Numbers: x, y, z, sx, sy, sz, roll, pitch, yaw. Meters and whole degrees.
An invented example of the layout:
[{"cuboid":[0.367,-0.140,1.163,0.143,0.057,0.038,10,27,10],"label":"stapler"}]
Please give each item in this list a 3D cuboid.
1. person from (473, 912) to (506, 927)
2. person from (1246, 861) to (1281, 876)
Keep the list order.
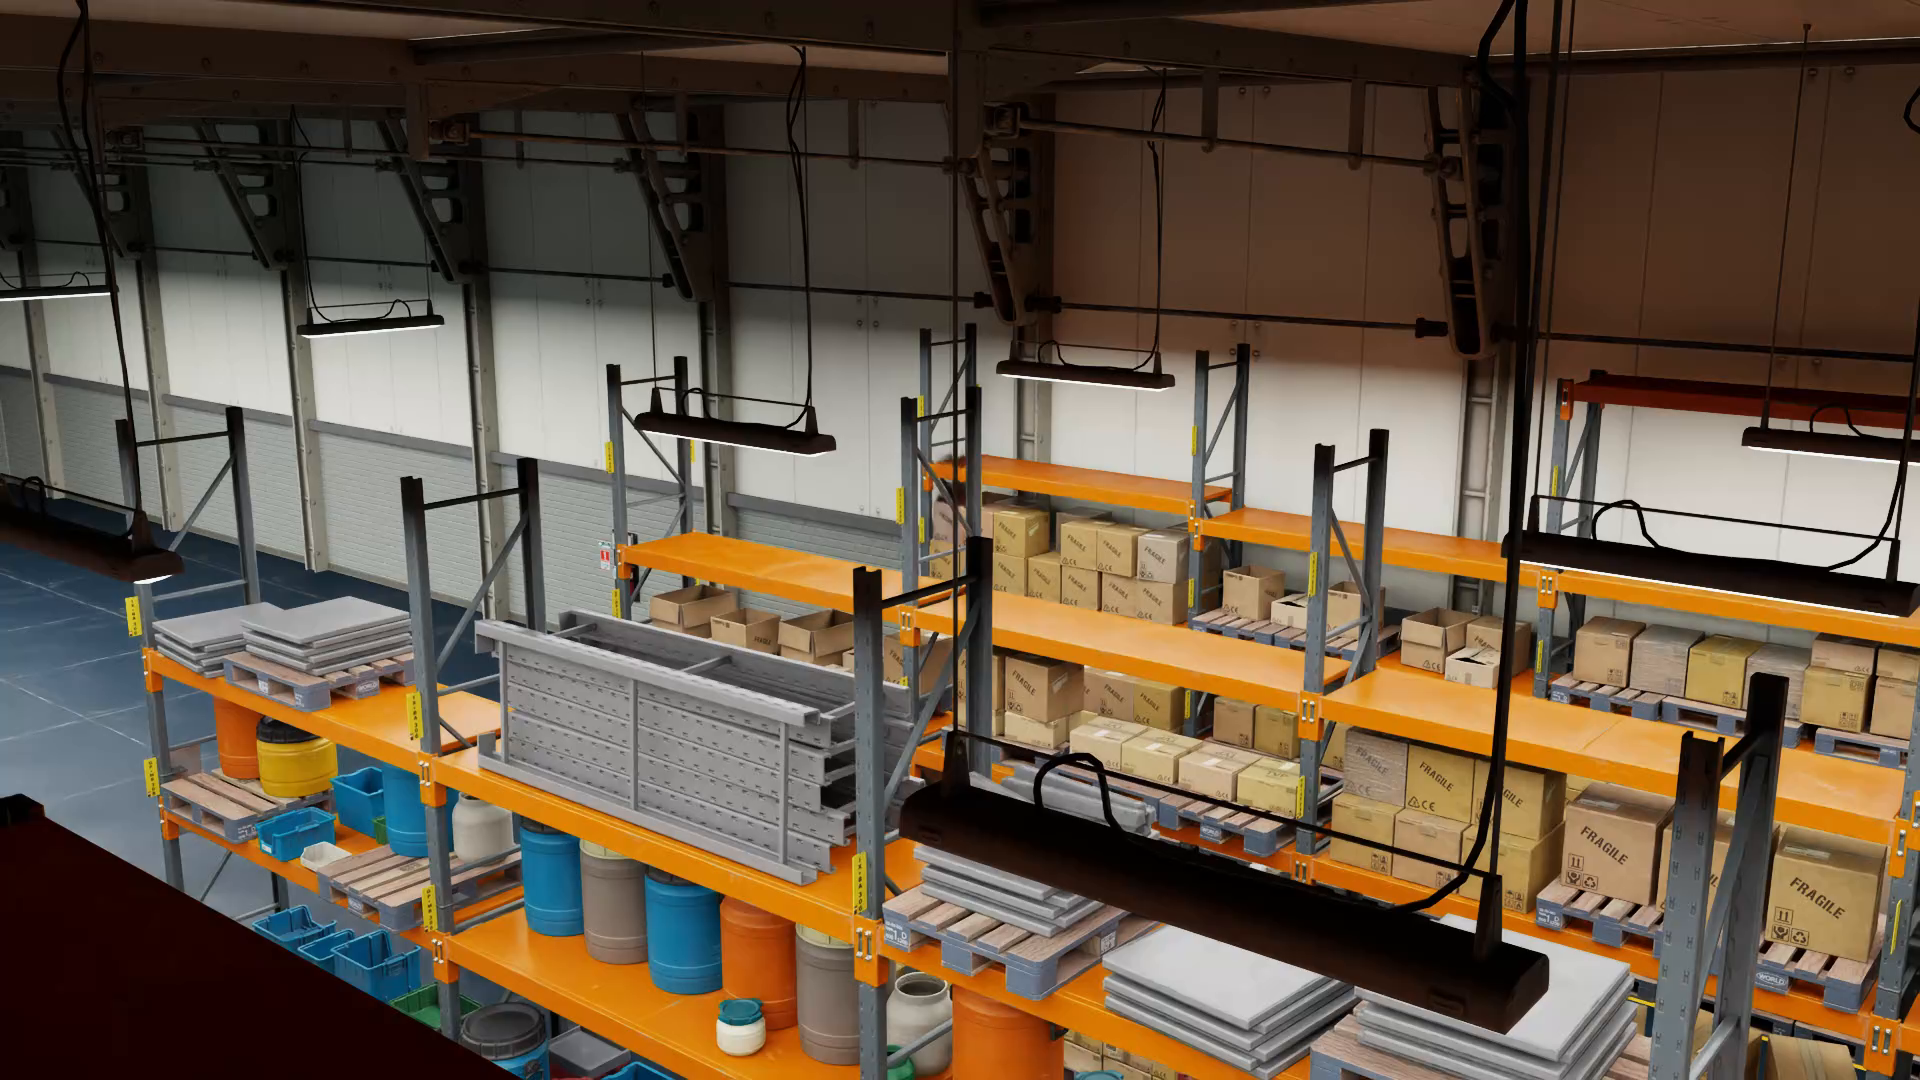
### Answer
[{"cuboid":[-4.897,3.435,17.239,0.442,1.669,0.801,-3,13,-15],"label":"person"},{"cuboid":[3.036,3.602,16.497,0.708,1.652,0.513,9,15,35],"label":"person"}]
